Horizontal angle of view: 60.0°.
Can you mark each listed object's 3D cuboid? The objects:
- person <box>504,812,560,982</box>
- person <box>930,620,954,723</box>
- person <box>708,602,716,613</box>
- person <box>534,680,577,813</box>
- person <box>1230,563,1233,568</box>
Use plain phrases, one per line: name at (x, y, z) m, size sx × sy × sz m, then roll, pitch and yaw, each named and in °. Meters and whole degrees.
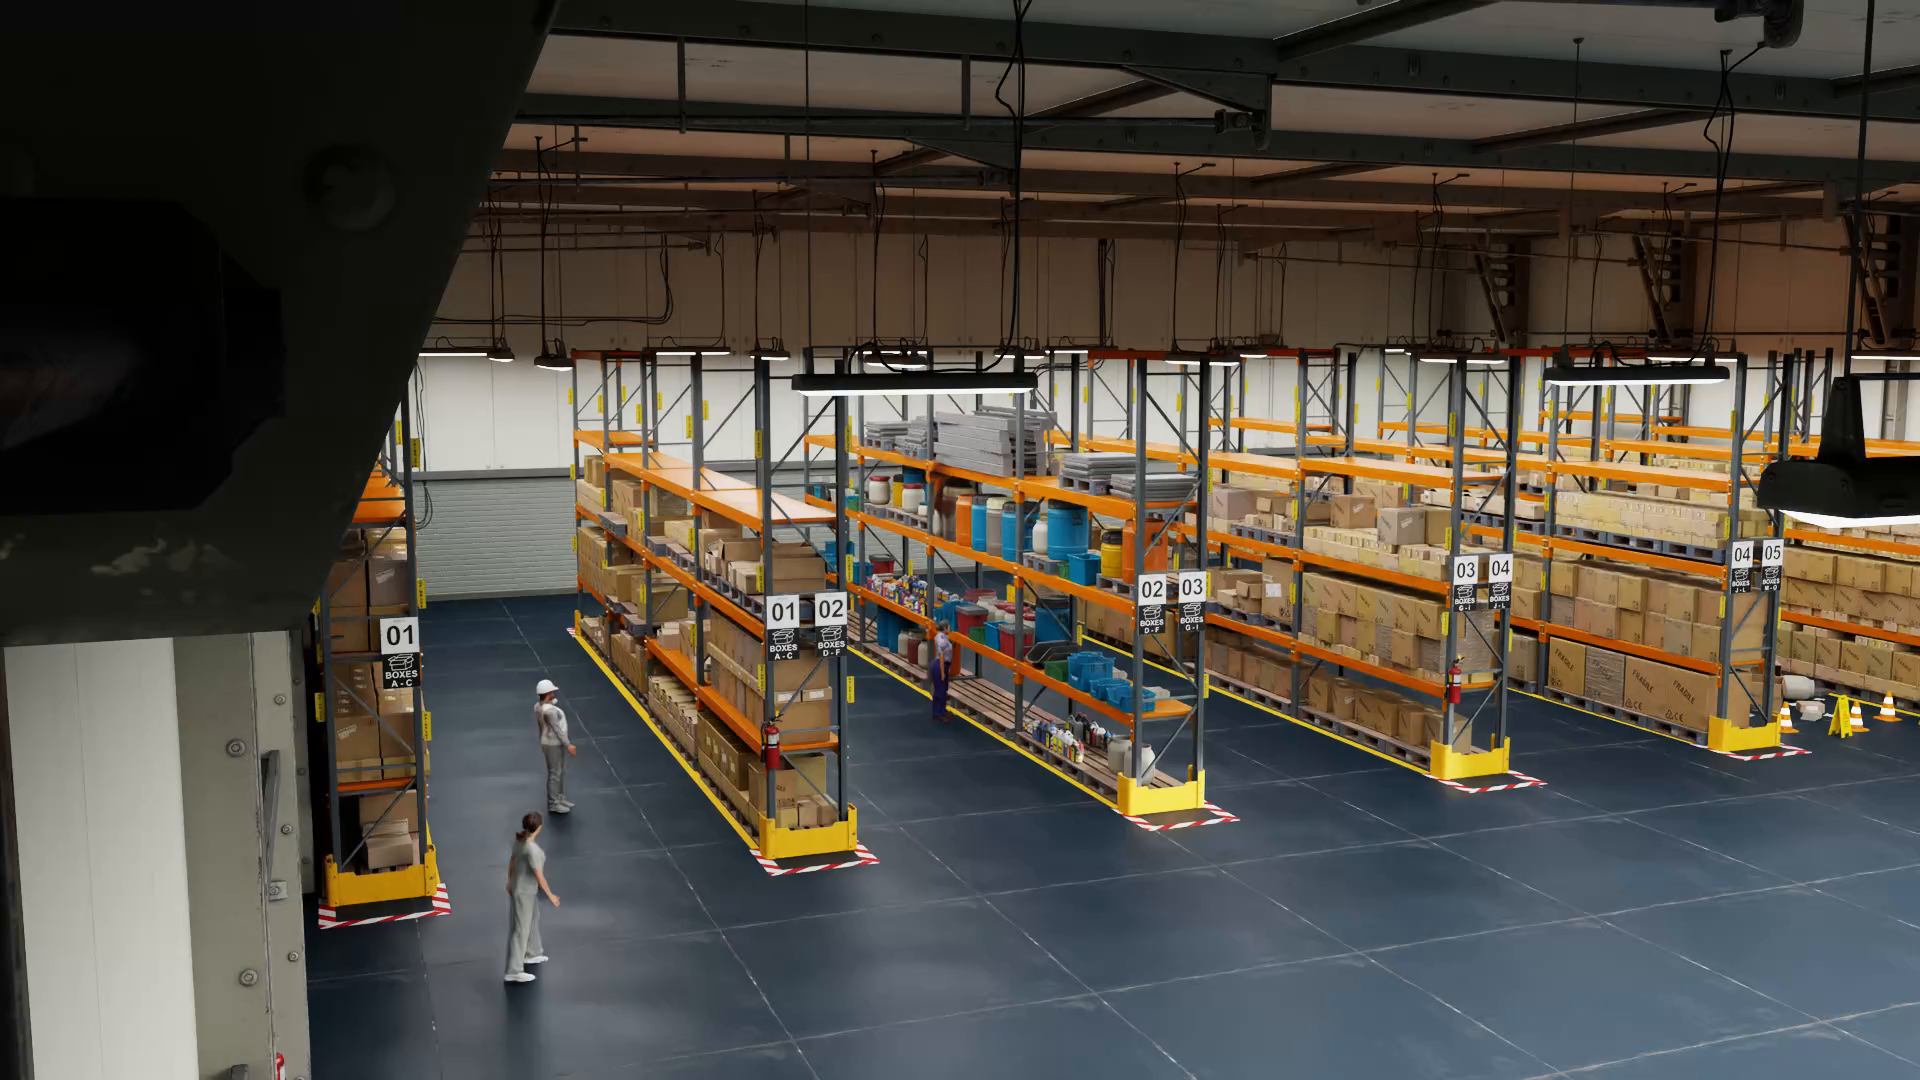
person at (-4.291, 3.504, 16.468) m, size 0.547 × 1.709 × 0.625 m, roll -3°, pitch 8°, yaw -25°
person at (-0.286, 2.130, 27.050) m, size 0.395 × 1.639 × 0.495 m, roll 0°, pitch 7°, yaw -2°
person at (-4.934, 1.341, 33.942) m, size 0.451 × 1.532 × 0.694 m, roll -4°, pitch 8°, yaw -26°
person at (-5.352, 2.730, 22.081) m, size 0.574 × 1.798 × 0.609 m, roll -1°, pitch 7°, yaw -6°
person at (5.354, 1.300, 33.689) m, size 0.374 × 1.747 × 0.719 m, roll -3°, pitch 8°, yaw -24°
